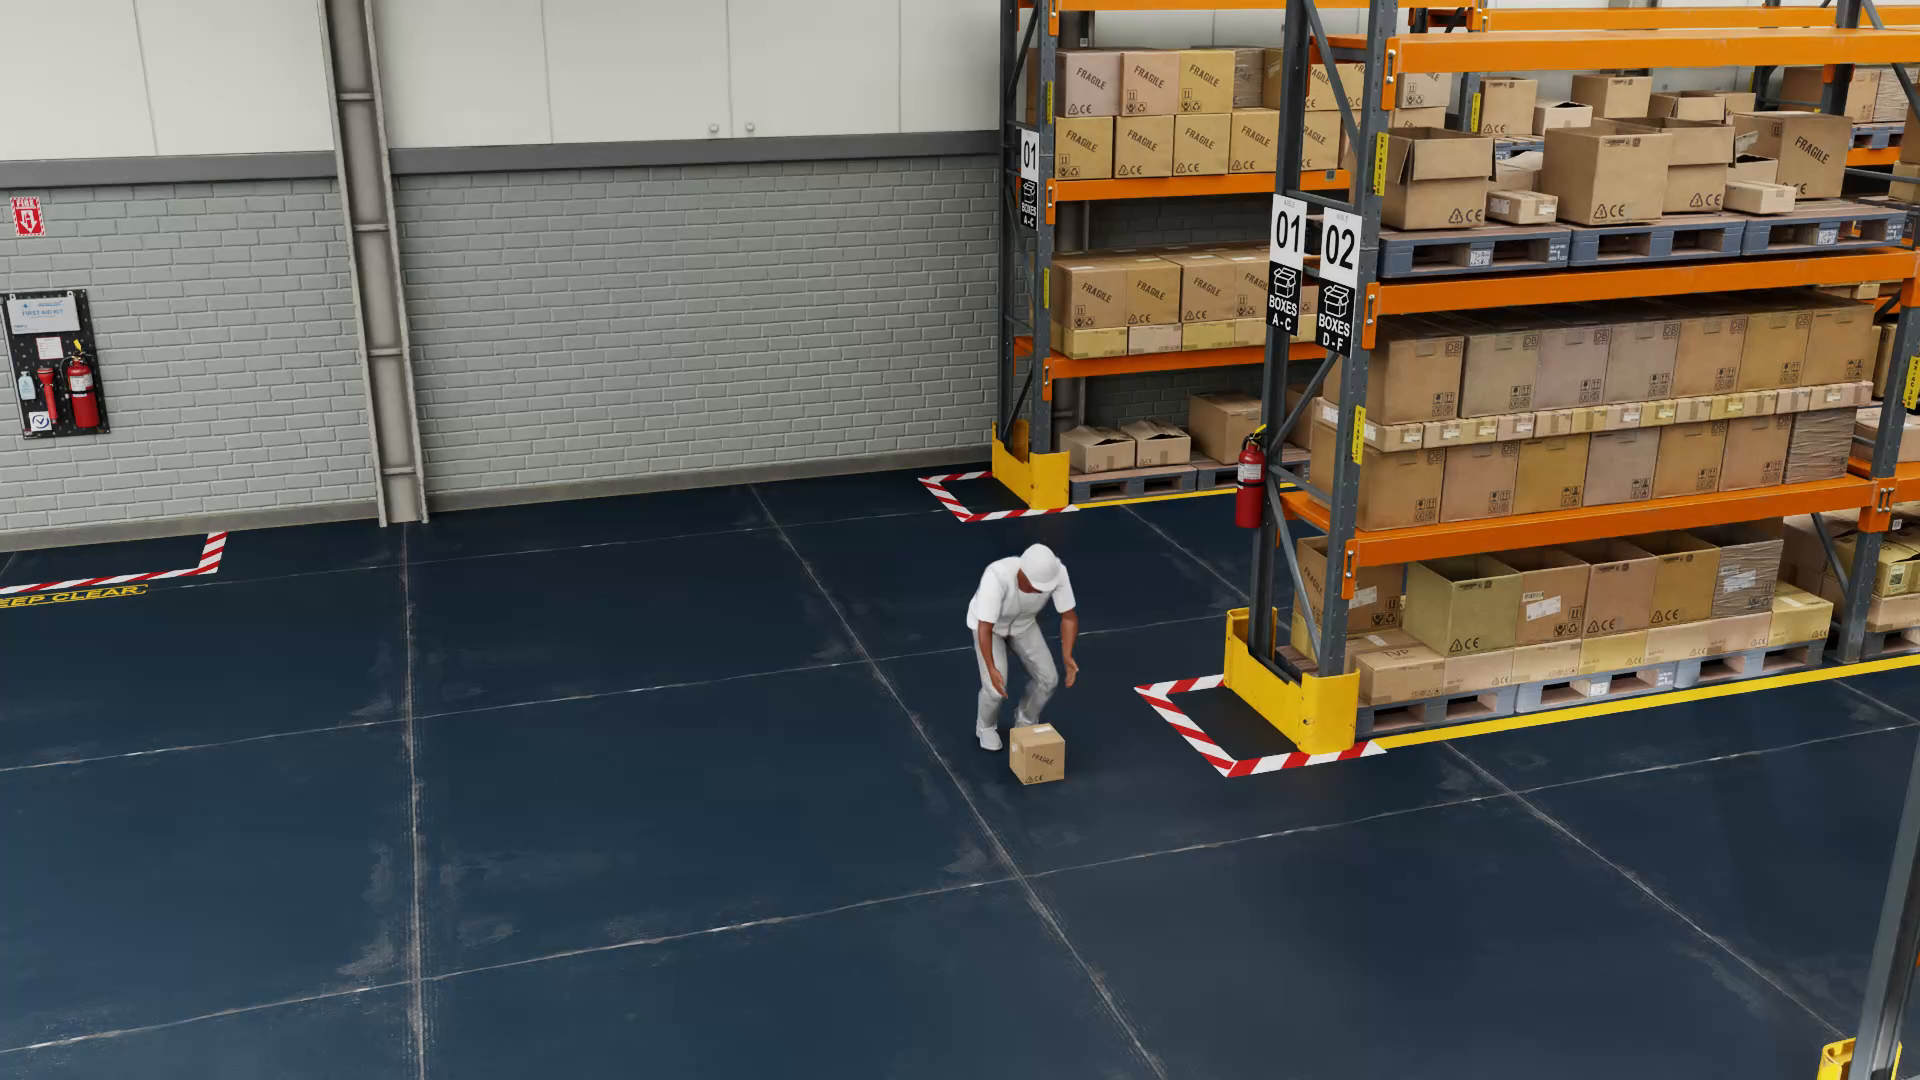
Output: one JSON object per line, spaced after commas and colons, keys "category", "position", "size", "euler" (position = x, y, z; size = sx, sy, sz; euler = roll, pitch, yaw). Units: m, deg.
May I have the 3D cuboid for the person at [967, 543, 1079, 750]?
{"category": "person", "position": [0.366, 0.591, 9.926], "size": [0.631, 1.373, 0.779], "euler": [-6, 20, -17]}
